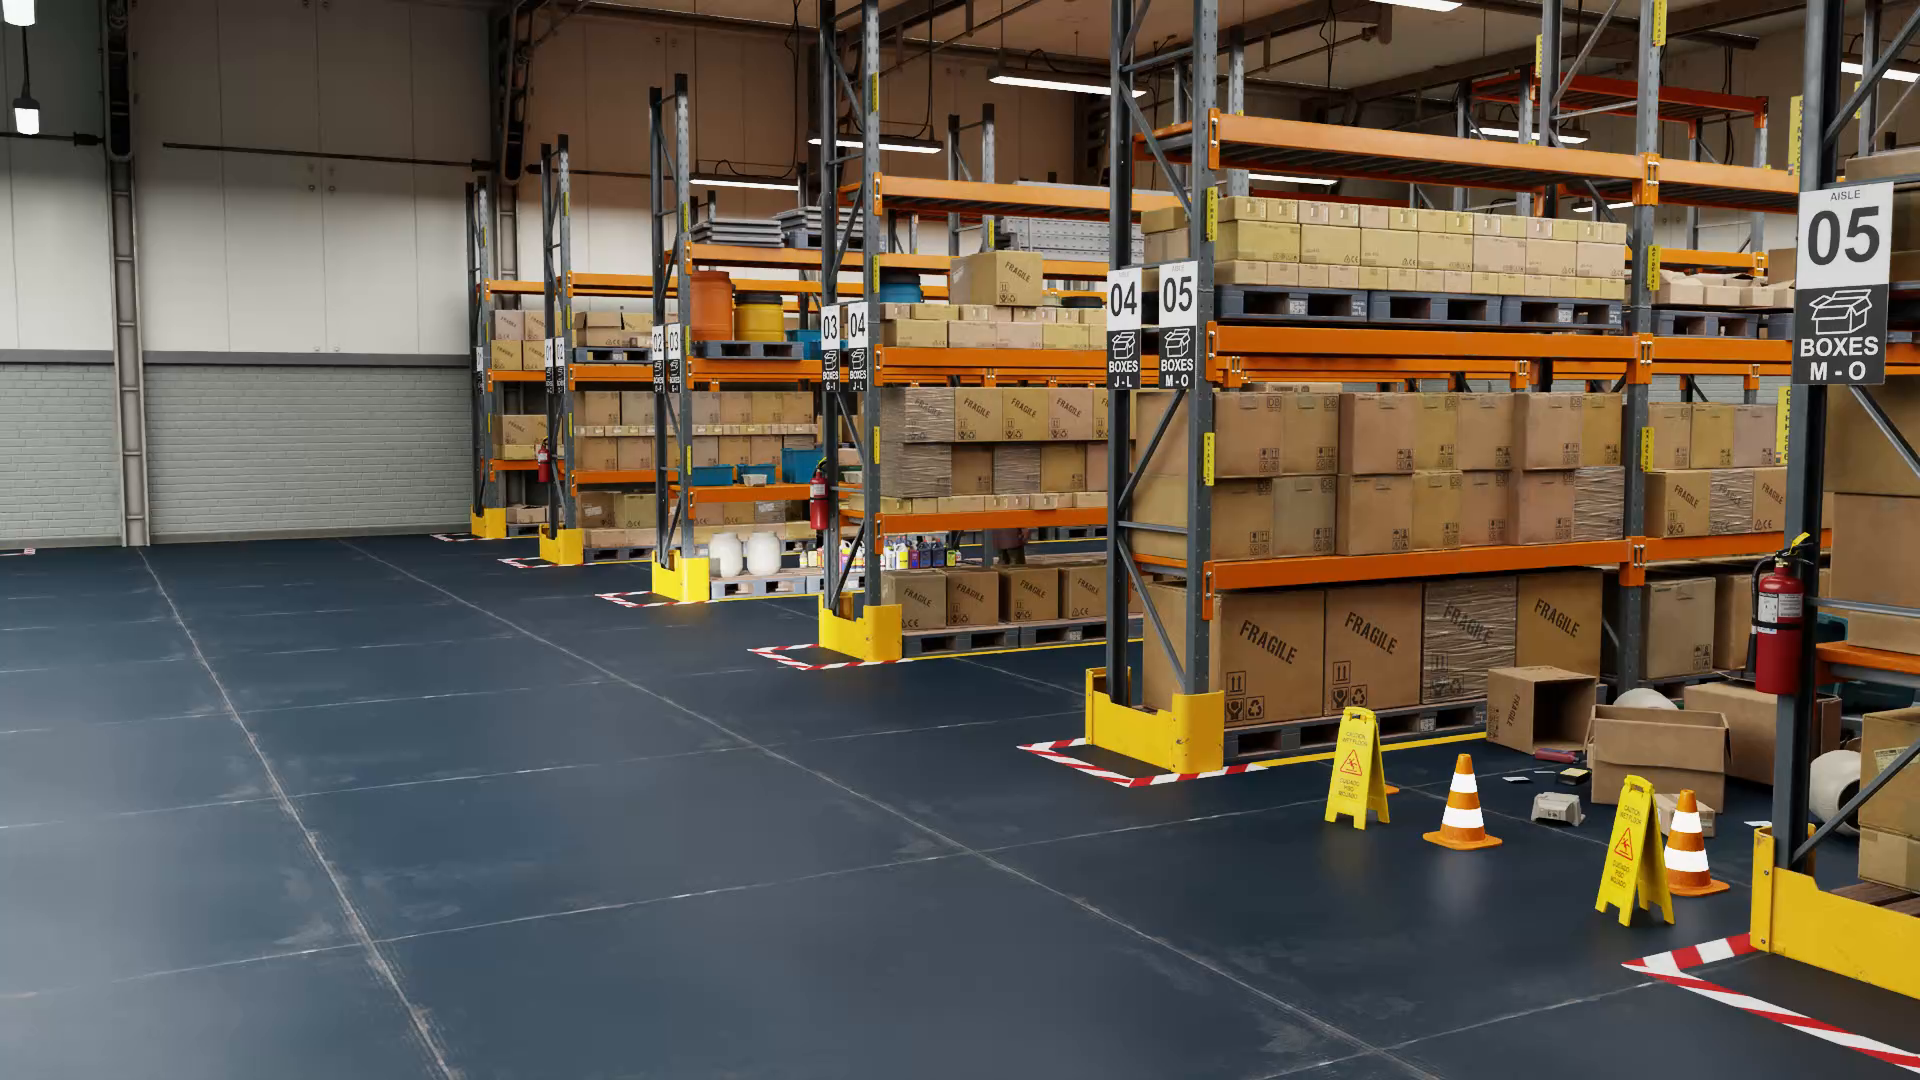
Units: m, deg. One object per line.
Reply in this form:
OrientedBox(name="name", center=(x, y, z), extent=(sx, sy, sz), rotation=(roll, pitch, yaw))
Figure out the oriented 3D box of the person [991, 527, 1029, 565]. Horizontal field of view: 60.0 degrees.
OrientedBox(name="person", center=(0.556, -0.145, 18.886), extent=(0.429, 1.772, 0.646), rotation=(-3, 6, -32))
